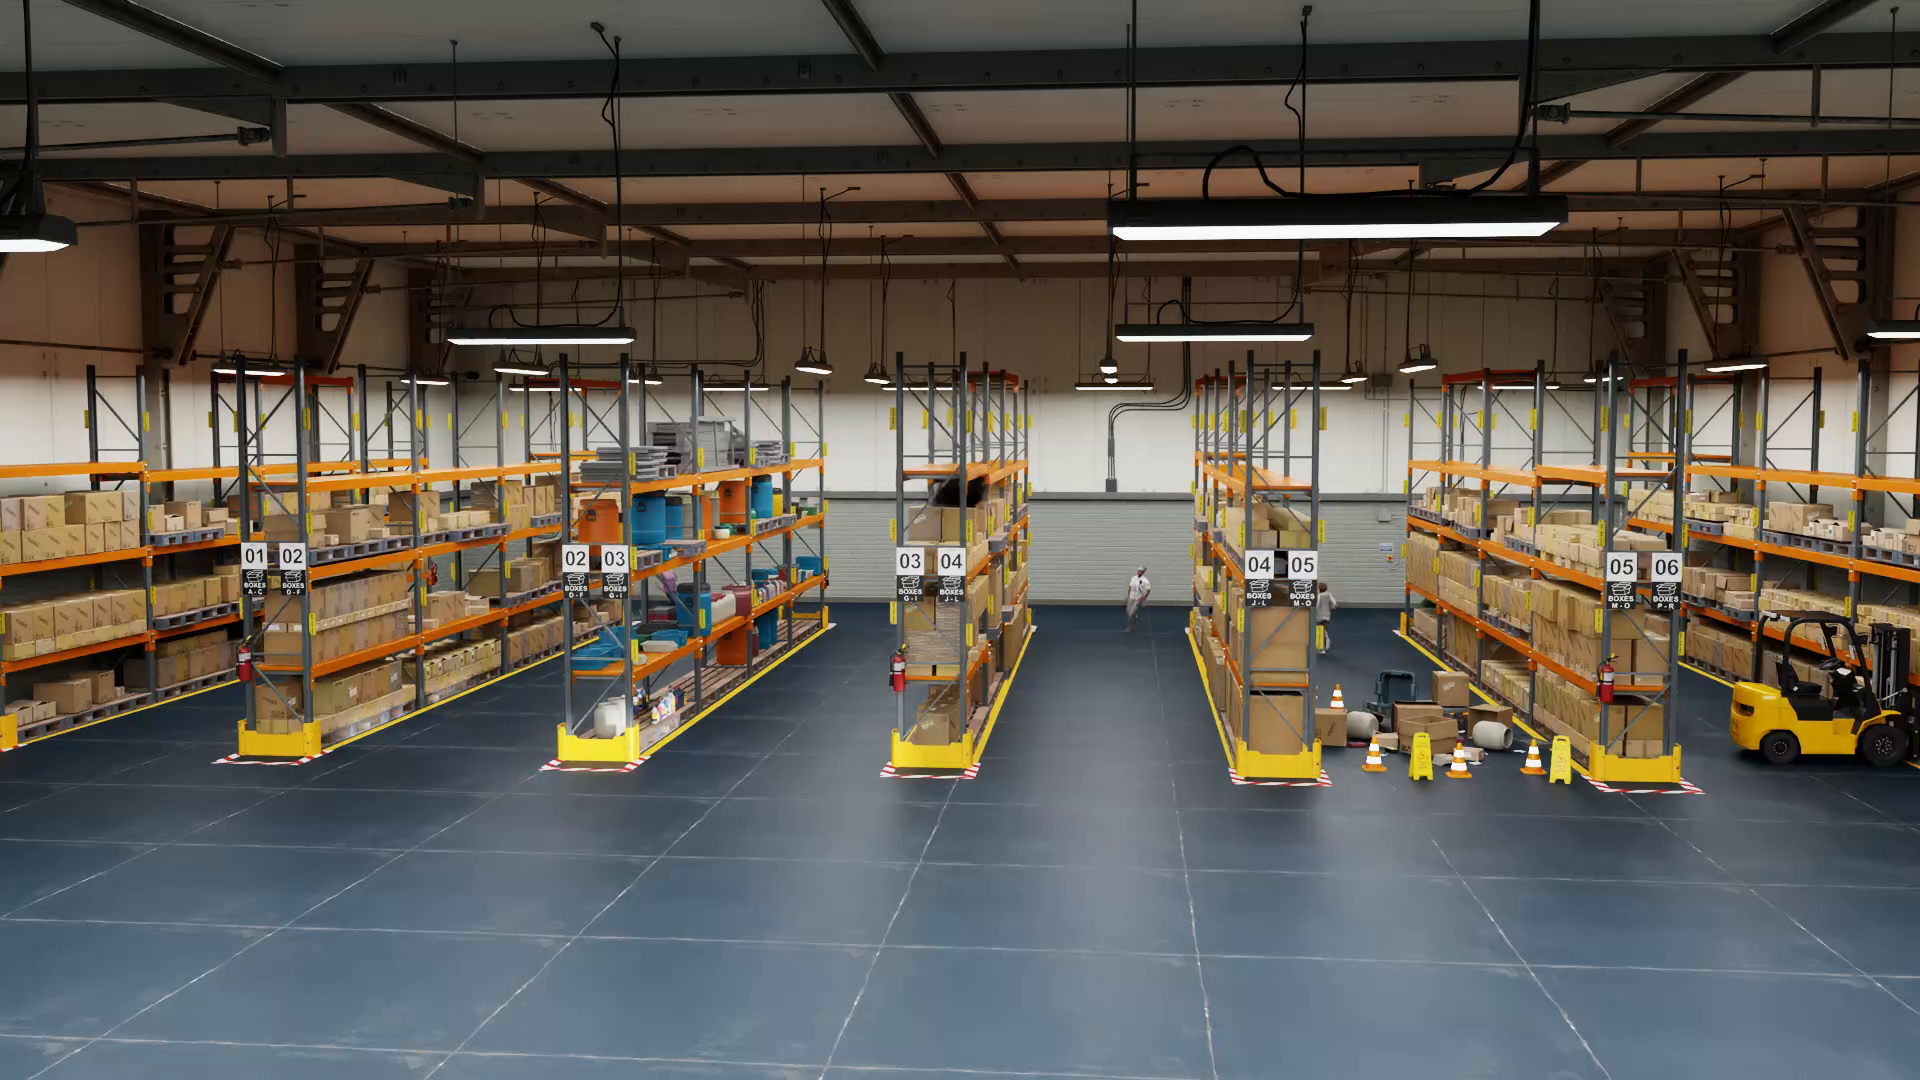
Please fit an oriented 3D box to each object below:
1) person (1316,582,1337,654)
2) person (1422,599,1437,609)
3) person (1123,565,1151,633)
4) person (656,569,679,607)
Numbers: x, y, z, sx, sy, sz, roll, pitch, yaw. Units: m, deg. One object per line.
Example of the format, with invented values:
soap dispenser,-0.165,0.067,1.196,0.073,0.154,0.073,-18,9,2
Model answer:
person,7.833,1.686,35.842,0.529,1.566,0.500,-1,4,-14
person,11.363,1.278,40.019,0.615,1.757,0.705,2,5,28
person,4.213,1.393,39.377,0.614,1.622,0.489,3,5,36
person,-7.261,1.284,41.557,0.779,1.537,0.683,4,6,43
